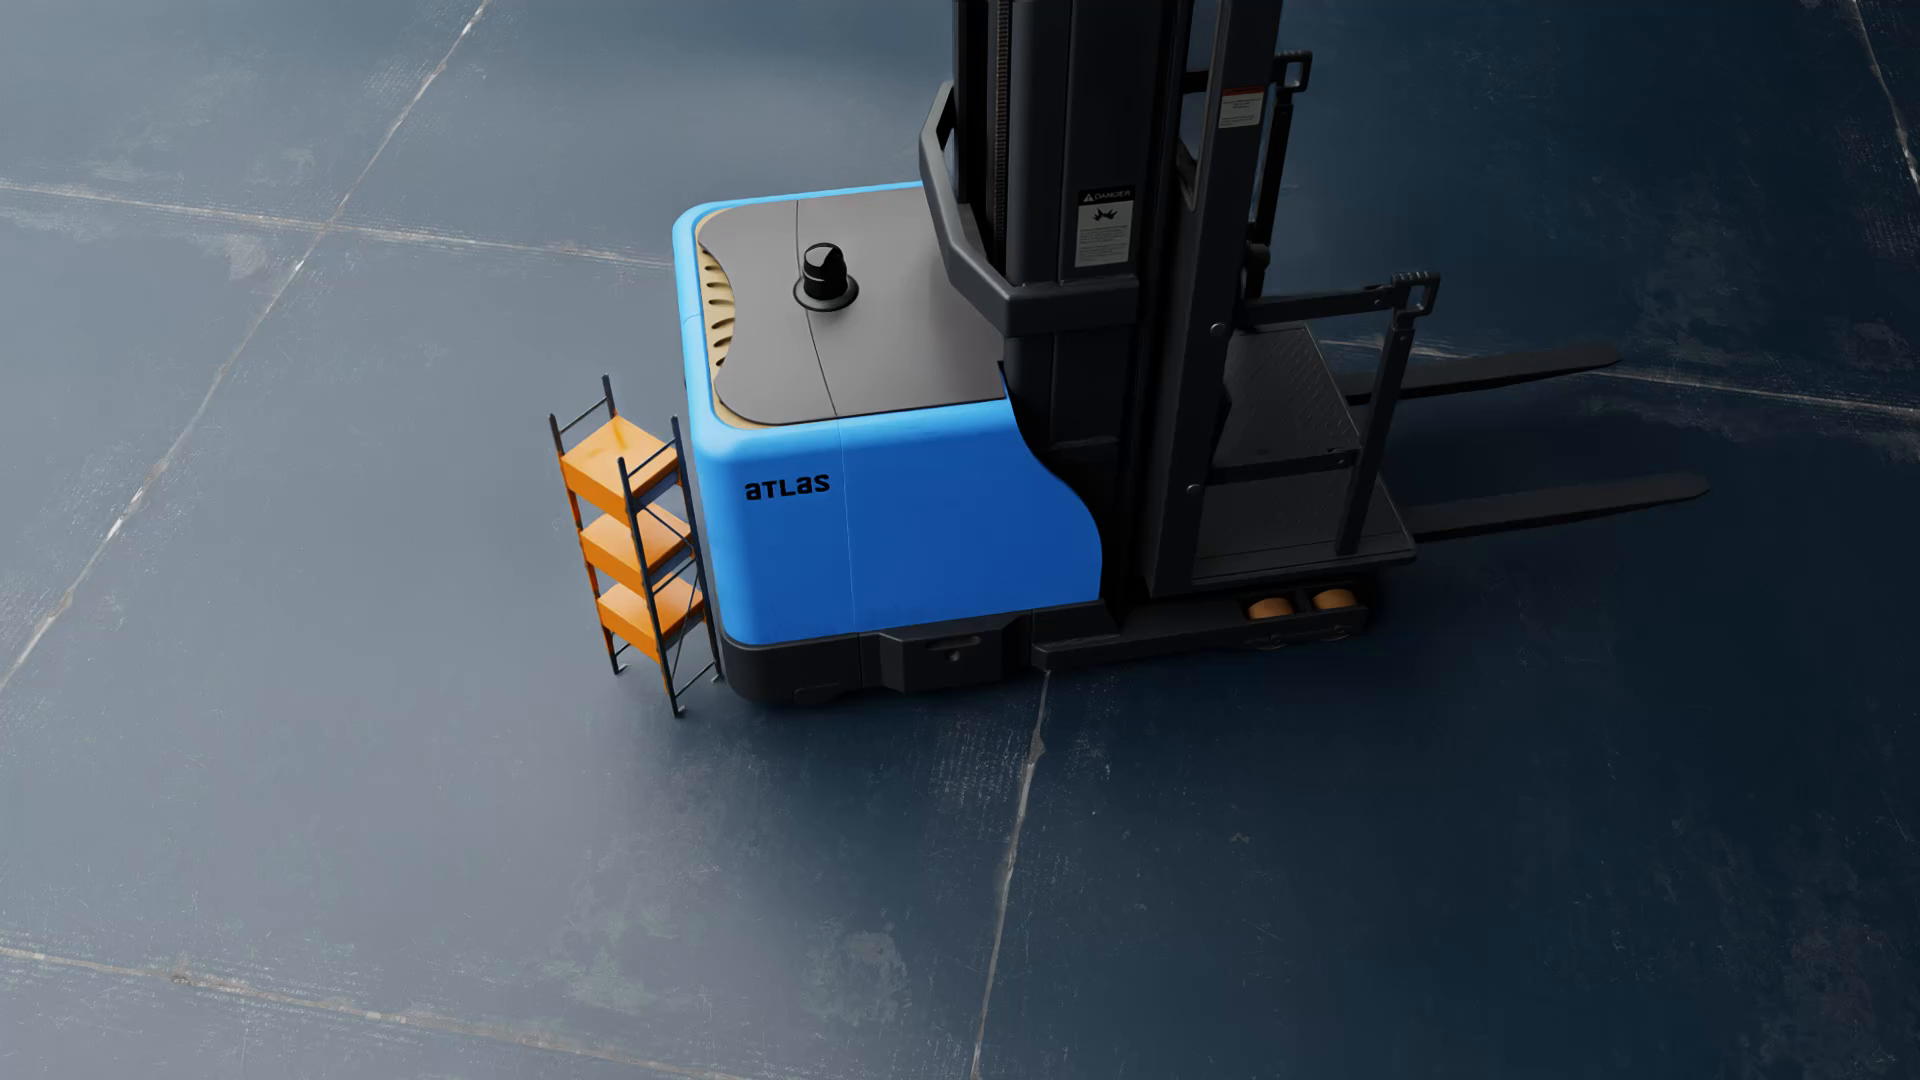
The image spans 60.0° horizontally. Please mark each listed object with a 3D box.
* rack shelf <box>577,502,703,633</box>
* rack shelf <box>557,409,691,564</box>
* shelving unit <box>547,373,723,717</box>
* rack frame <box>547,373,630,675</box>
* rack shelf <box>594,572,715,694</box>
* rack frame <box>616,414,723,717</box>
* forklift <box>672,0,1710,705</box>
[{"bbox_3d":[-0.860,0.050,4.513,0.240,0.259,0.215,30,55,24],"label":"rack shelf"},{"bbox_3d":[-0.860,-0.139,4.302,0.240,0.259,0.215,30,55,24],"label":"rack shelf"},{"bbox_3d":[-0.860,0.043,4.505,0.252,1.050,0.215,30,55,24],"label":"shelving unit"},{"bbox_3d":[-0.956,-0.013,4.555,0.008,1.050,0.200,30,55,24],"label":"rack frame"},{"bbox_3d":[-0.860,0.236,4.720,0.240,0.259,0.215,30,55,24],"label":"rack shelf"},{"bbox_3d":[-0.764,0.099,4.454,0.008,1.050,0.200,30,55,24],"label":"rack frame"},{"bbox_3d":[0.750,-1.035,4.210,3.031,2.935,1.130,-7,48,-7],"label":"forklift"}]
